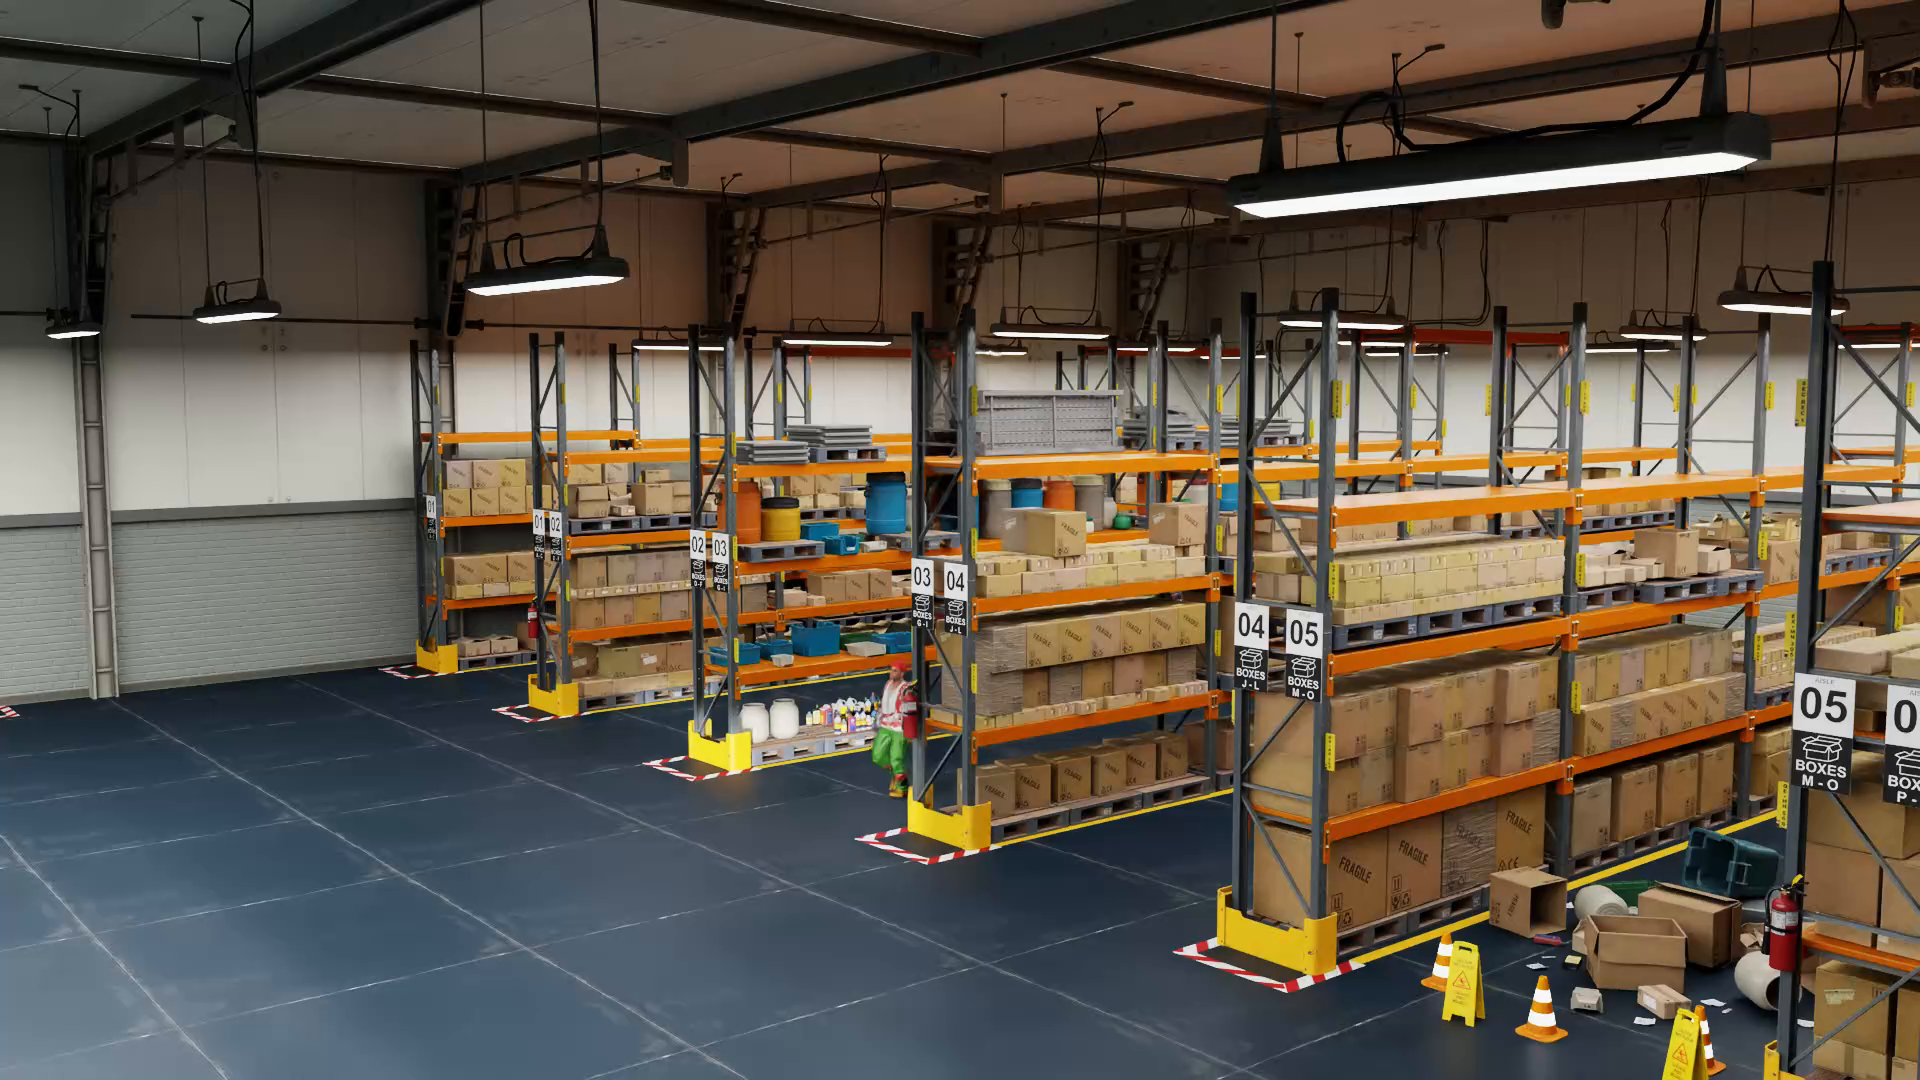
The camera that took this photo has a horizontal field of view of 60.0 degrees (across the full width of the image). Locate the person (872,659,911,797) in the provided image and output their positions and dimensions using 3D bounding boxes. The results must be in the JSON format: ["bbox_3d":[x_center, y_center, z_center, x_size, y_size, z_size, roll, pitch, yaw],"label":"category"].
[{"bbox_3d":[-0.854,2.363,20.785,0.649,1.740,0.579,4,7,40],"label":"person"}]
